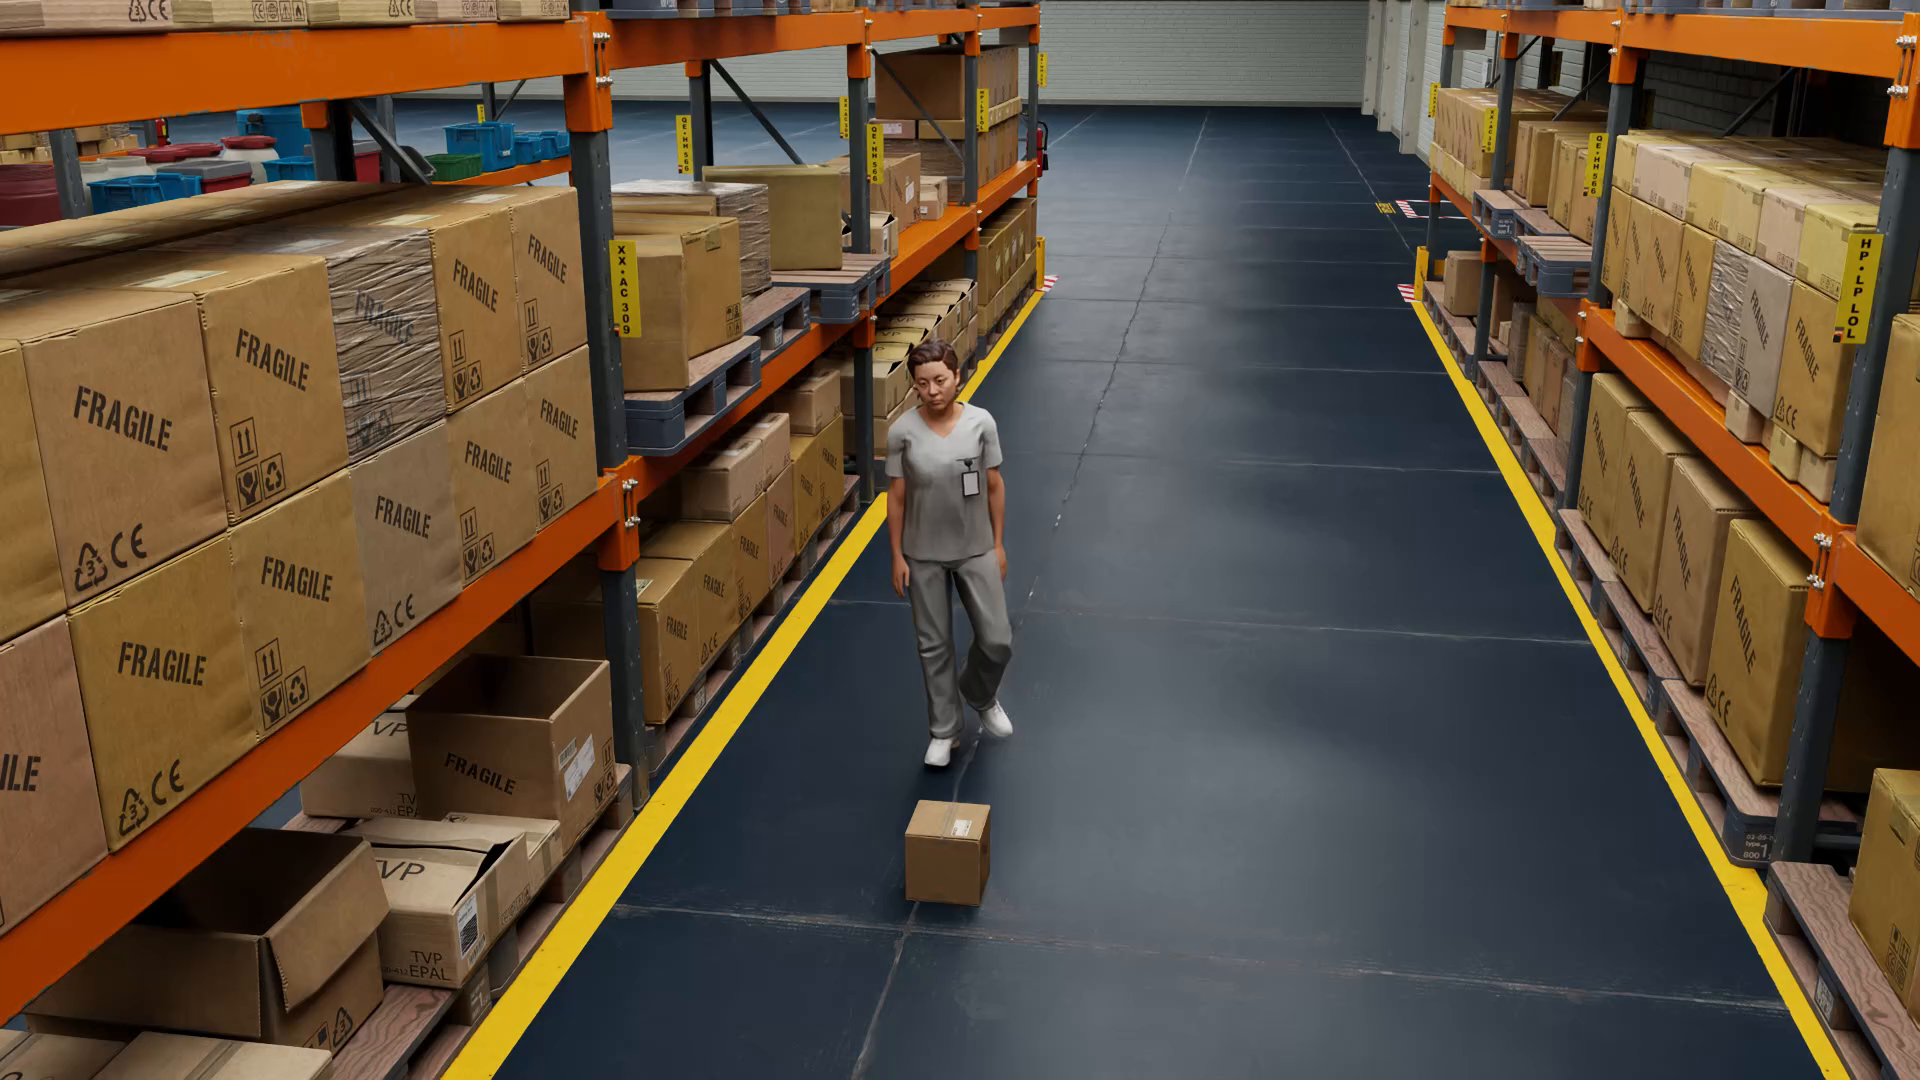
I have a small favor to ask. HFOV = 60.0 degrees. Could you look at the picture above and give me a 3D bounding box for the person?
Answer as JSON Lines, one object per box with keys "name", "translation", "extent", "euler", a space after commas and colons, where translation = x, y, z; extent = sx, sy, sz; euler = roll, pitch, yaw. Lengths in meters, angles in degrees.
{"name": "person", "translation": [-0.035, 0.034, 6.381], "extent": [0.498, 1.666, 0.459], "euler": [0, 18, -1]}
